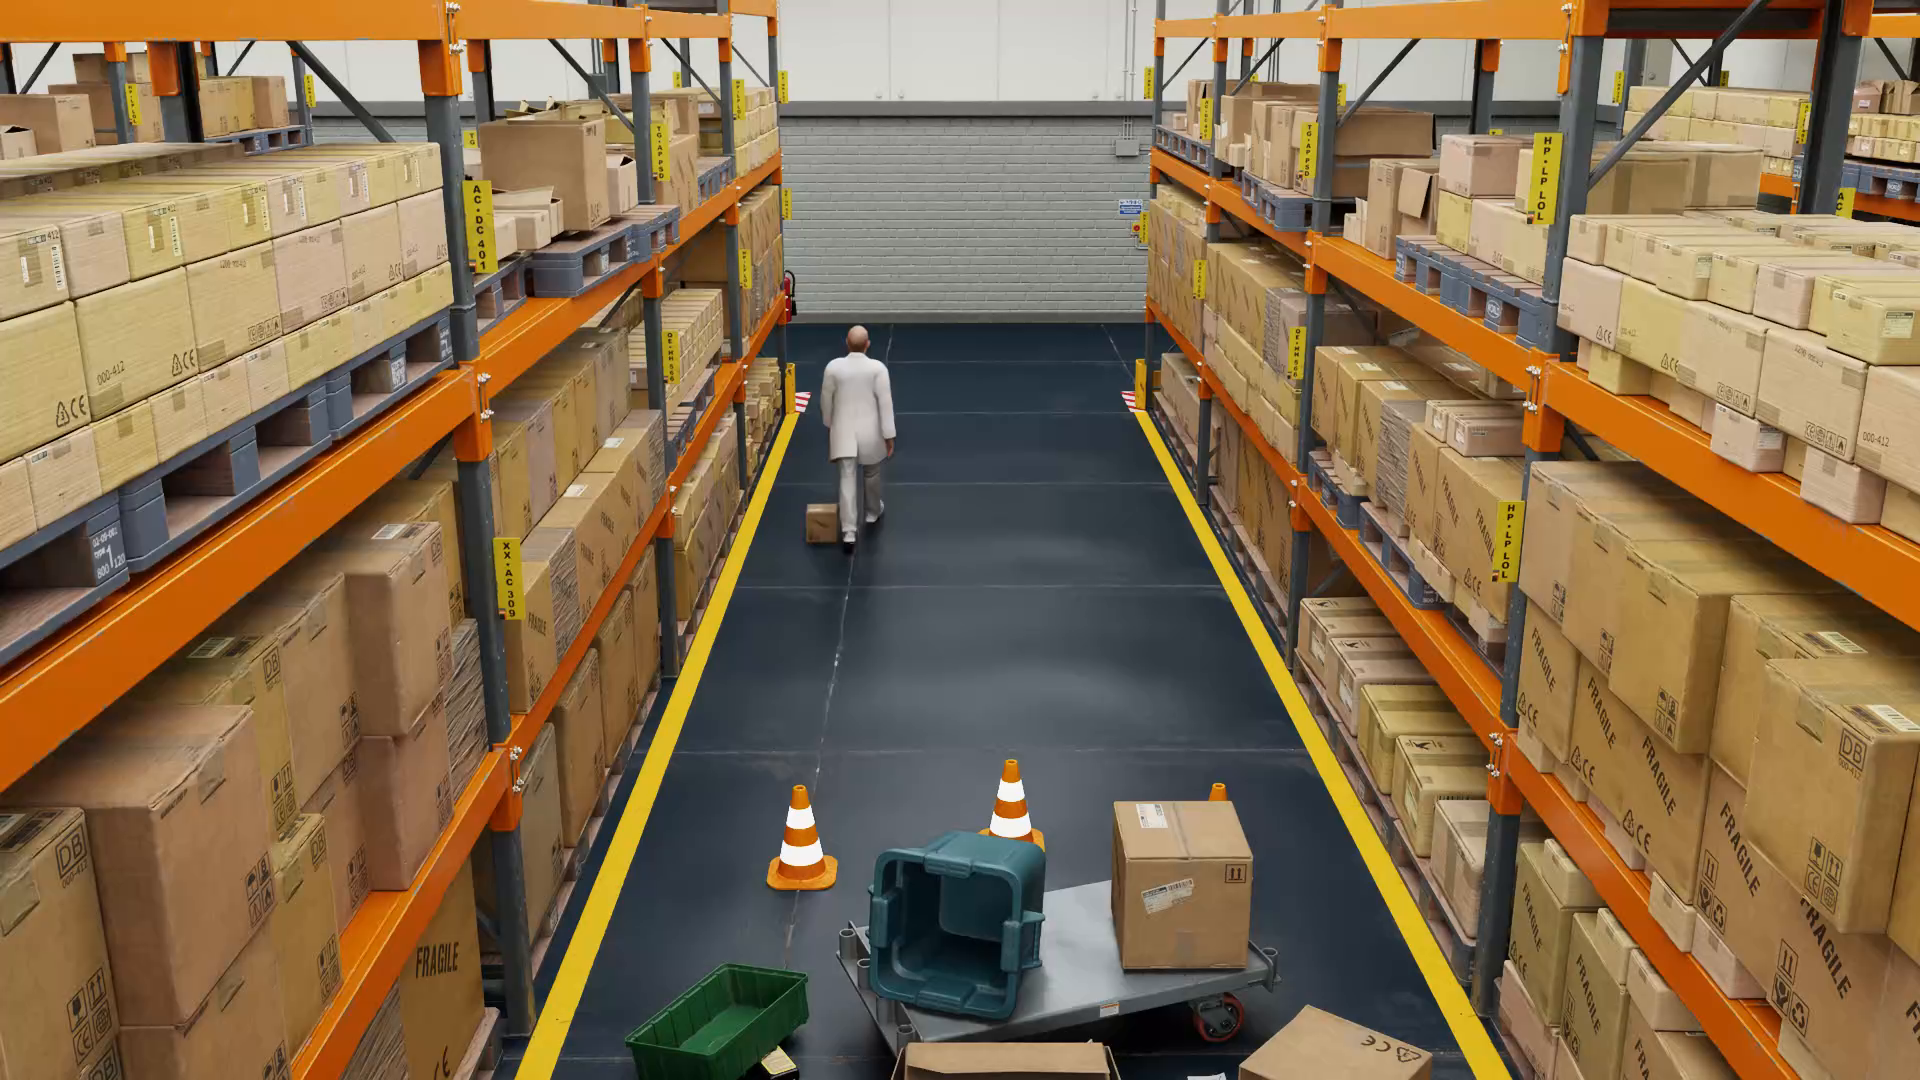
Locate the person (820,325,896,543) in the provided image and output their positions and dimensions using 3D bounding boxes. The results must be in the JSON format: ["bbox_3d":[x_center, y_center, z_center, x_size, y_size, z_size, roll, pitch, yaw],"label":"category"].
[{"bbox_3d":[-0.823,-0.902,13.540,0.618,1.715,1.166,0,17,0],"label":"person"}]
